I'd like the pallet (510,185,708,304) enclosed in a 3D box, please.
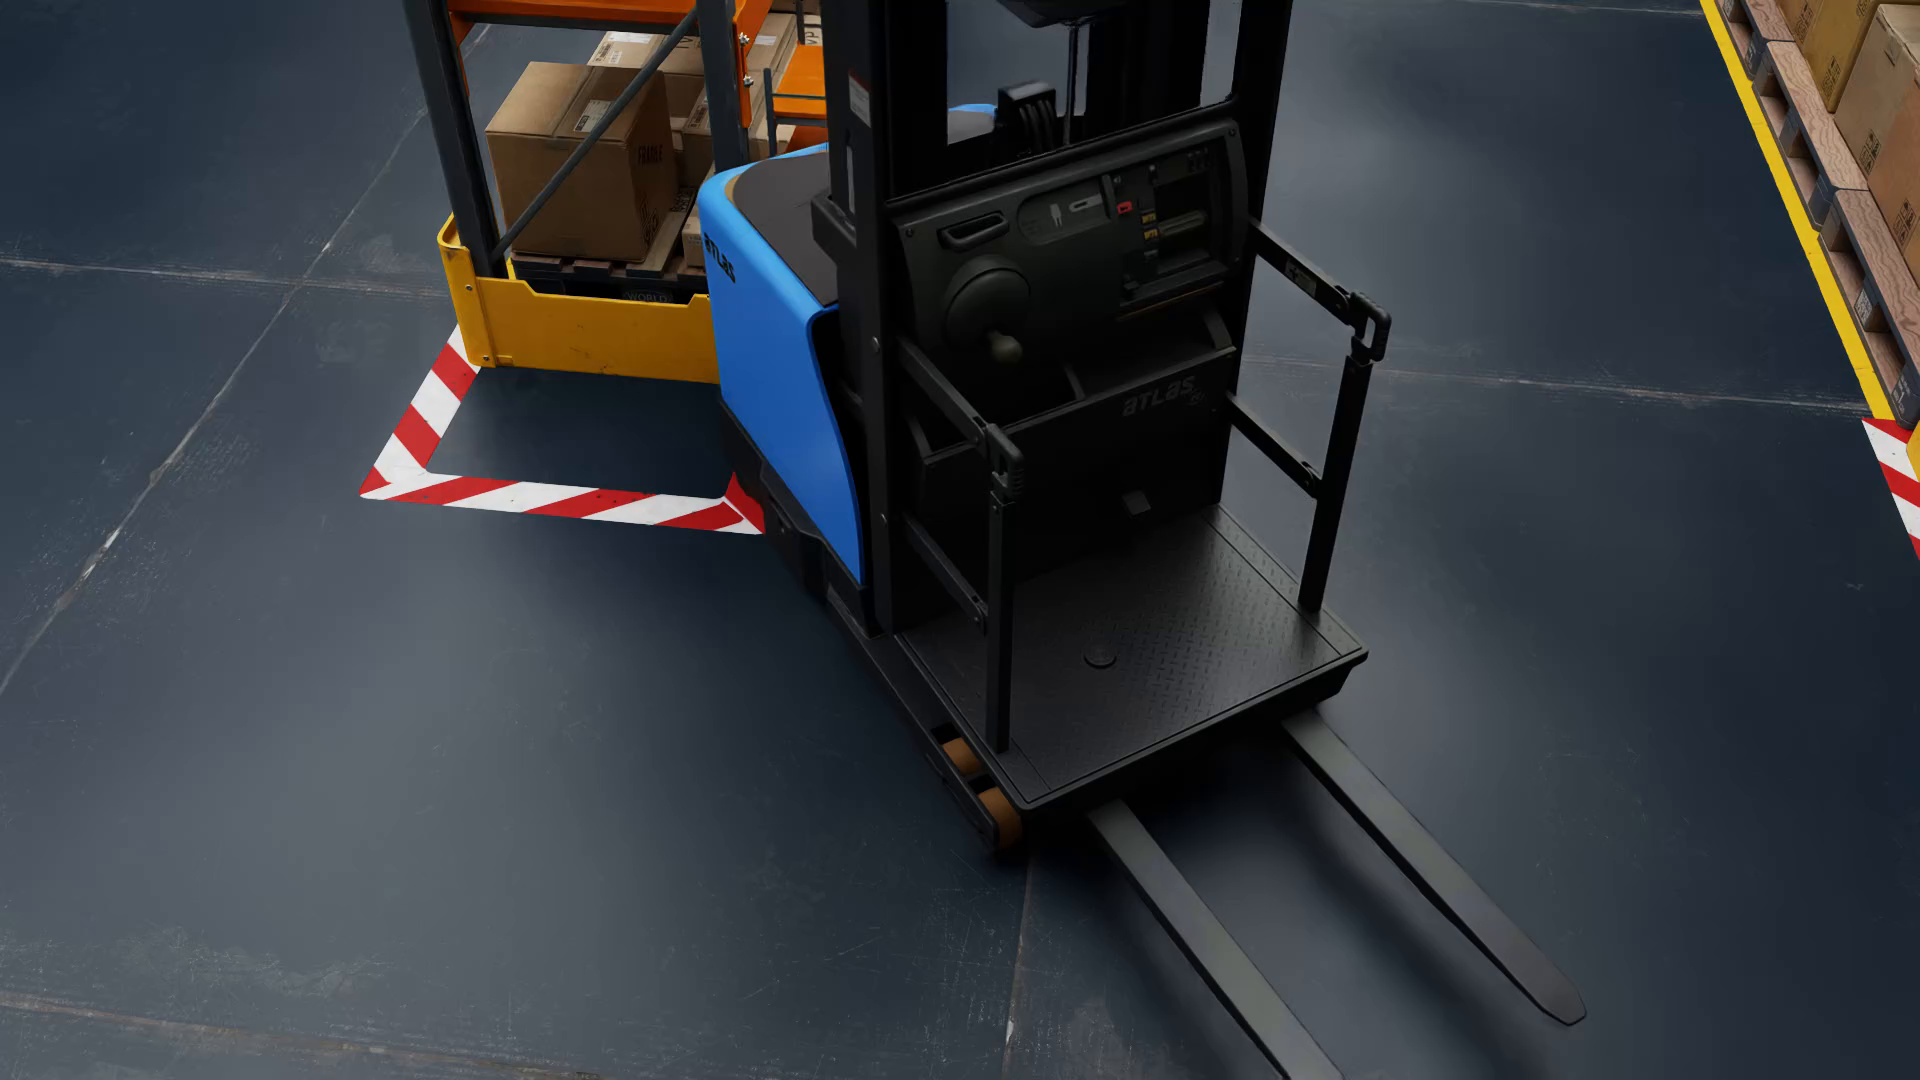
[{"bbox_3d":[-1.062,-1.306,6.476,1.003,0.211,1.213,5,44,6],"label":"pallet"}]

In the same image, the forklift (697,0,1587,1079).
[{"bbox_3d":[0.391,-0.613,3.766,1.130,2.935,3.031,-21,47,-21],"label":"forklift"}]

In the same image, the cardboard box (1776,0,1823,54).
[{"bbox_3d":[3.993,-2.404,7.120,0.700,0.500,0.500,5,44,5],"label":"cardboard box"}]

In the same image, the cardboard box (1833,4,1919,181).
[{"bbox_3d":[3.860,-1.690,6.366,0.700,0.500,0.500,4,44,4],"label":"cardboard box"}]

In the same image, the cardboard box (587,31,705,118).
[{"bbox_3d":[-1.193,-1.922,6.778,0.500,0.250,0.500,5,44,6],"label":"cardboard box"}]

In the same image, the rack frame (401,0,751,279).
[{"bbox_3d":[-1.176,-1.723,4.888,1.000,3.000,0.127,5,44,6],"label":"rack frame"}]

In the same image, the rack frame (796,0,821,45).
[{"bbox_3d":[-0.410,-1.273,5.722,0.240,1.200,0.015,5,42,5],"label":"rack frame"}]

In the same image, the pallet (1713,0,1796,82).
[{"bbox_3d":[4.085,-2.478,7.713,1.003,0.211,1.213,5,44,6],"label":"pallet"}]

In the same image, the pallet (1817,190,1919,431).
[{"bbox_3d":[3.762,-0.815,5.957,1.003,0.211,1.213,5,44,6],"label":"pallet"}]

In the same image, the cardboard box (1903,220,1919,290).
[{"bbox_3d":[3.728,-1.006,5.644,0.700,0.500,0.500,5,44,6],"label":"cardboard box"}]

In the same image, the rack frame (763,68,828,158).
[{"bbox_3d":[-0.471,-0.951,5.360,0.240,1.200,0.015,5,42,5],"label":"rack frame"}]

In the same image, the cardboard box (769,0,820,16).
[{"bbox_3d":[-0.891,-2.422,7.122,0.797,0.503,0.637,5,44,6],"label":"cardboard box"}]

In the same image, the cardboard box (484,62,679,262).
[{"bbox_3d":[-1.349,-1.368,6.011,0.500,0.500,0.500,5,44,6],"label":"cardboard box"}]

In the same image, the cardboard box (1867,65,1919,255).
[{"bbox_3d":[3.794,-1.347,6.004,0.700,0.500,0.500,5,44,5],"label":"cardboard box"}]

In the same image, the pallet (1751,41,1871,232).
[{"bbox_3d":[3.926,-1.644,6.833,1.003,0.211,1.213,5,44,6],"label":"pallet"}]

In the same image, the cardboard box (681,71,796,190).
[{"bbox_3d":[-0.757,-1.570,6.406,0.500,0.250,0.500,5,44,6],"label":"cardboard box"}]

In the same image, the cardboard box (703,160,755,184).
[{"bbox_3d":[-0.747,-1.279,6.160,0.380,0.166,0.250,5,44,6],"label":"cardboard box"}]

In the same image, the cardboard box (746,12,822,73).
[{"bbox_3d":[-0.691,-1.911,6.766,0.500,0.250,0.500,5,44,6],"label":"cardboard box"}]

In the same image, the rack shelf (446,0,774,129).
[{"bbox_3d":[-0.912,-2.825,6.575,1.077,0.370,4.000,5,44,6],"label":"rack shelf"}]

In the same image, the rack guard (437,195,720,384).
[{"bbox_3d":[-1.166,-0.867,5.802,1.175,0.500,0.348,5,44,6],"label":"rack guard"}]

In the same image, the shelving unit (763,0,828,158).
[{"bbox_3d":[-0.440,-1.112,5.541,0.258,1.200,0.503,5,42,5],"label":"shelving unit"}]

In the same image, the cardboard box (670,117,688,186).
[{"bbox_3d":[-1.206,-1.515,6.409,0.380,0.166,0.250,5,44,6],"label":"cardboard box"}]

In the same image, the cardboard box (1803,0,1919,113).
[{"bbox_3d":[3.923,-2.054,6.751,0.700,0.500,0.500,6,44,6],"label":"cardboard box"}]

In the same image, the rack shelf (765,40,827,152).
[{"bbox_3d":[-0.439,-1.405,5.279,0.258,0.148,0.480,5,42,5],"label":"rack shelf"}]

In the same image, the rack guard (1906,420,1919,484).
[{"bbox_3d":[3.731,-0.351,5.258,1.175,0.500,0.348,5,44,6],"label":"rack guard"}]

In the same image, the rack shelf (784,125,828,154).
[{"bbox_3d":[-0.440,-1.229,5.437,0.258,0.148,0.480,5,42,5],"label":"rack shelf"}]

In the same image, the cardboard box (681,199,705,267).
[{"bbox_3d":[-0.780,-1.102,5.986,0.380,0.149,0.250,5,44,6],"label":"cardboard box"}]
